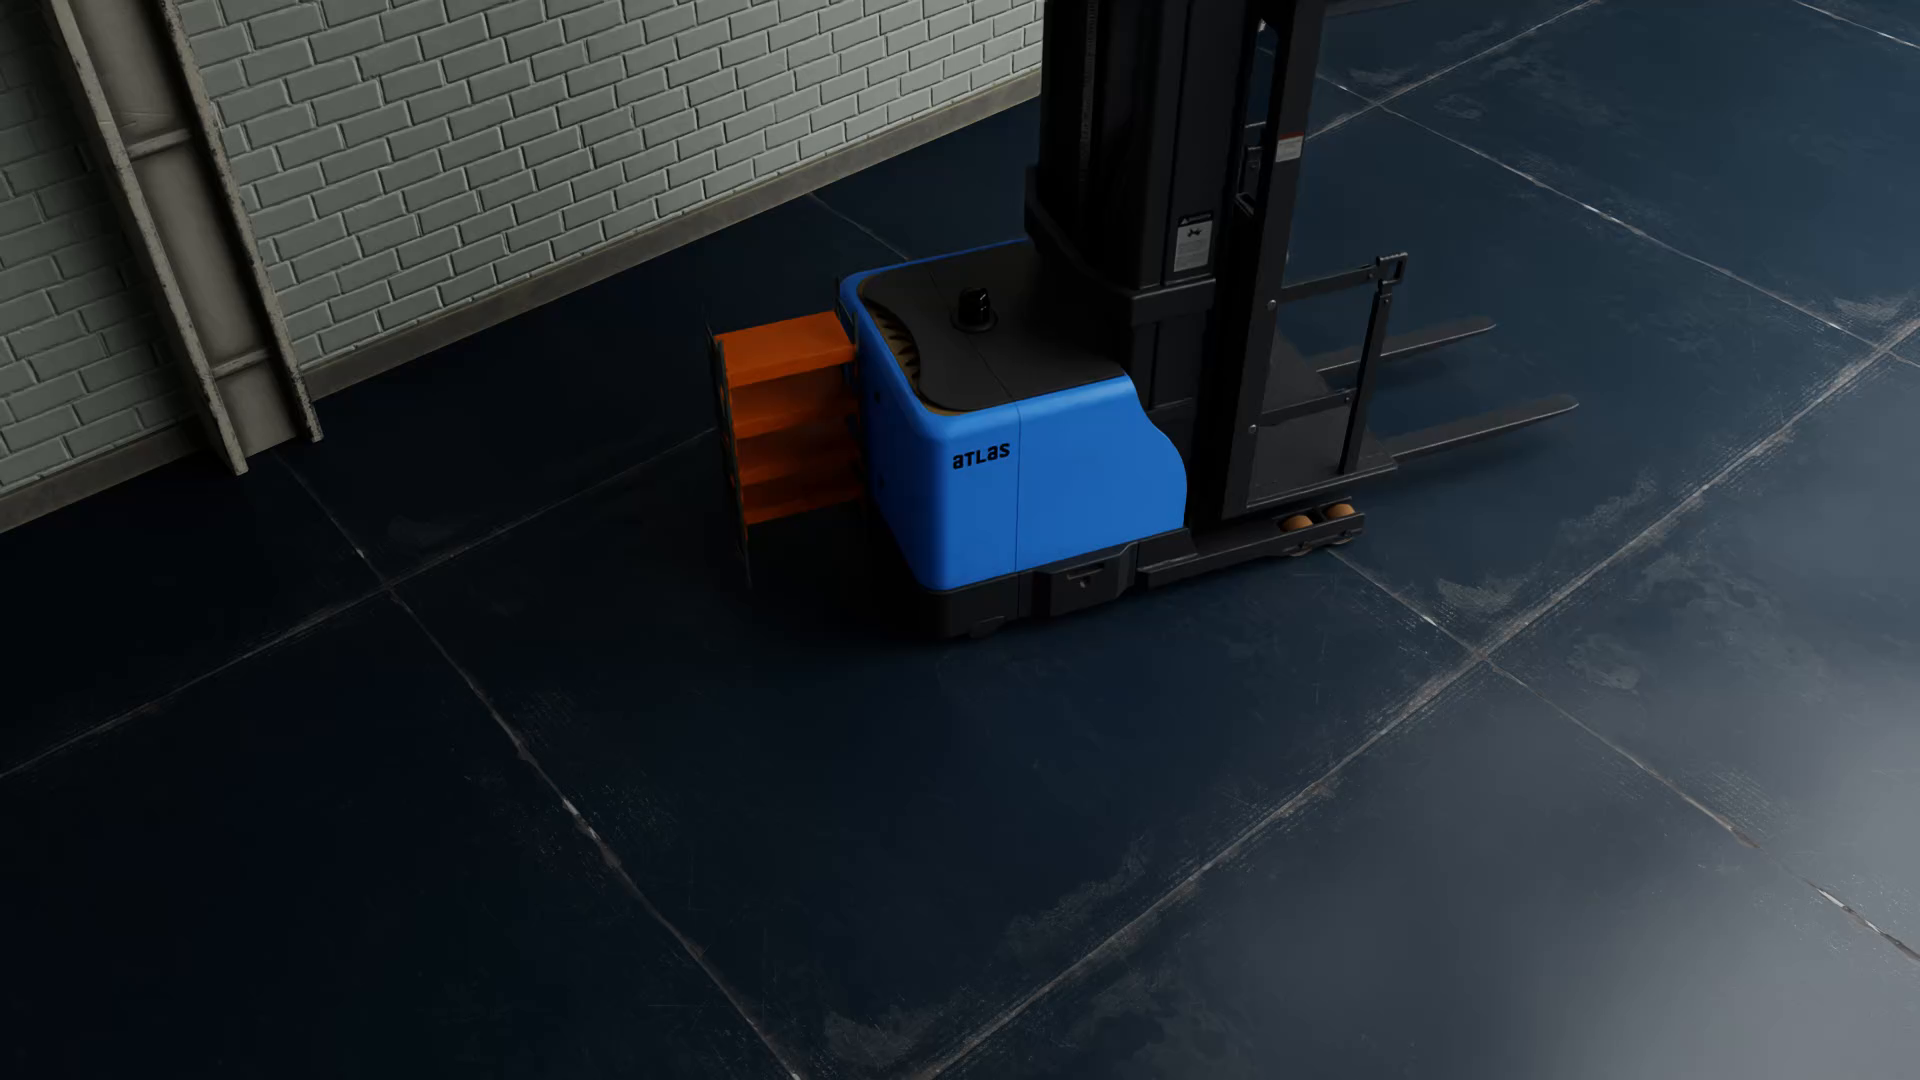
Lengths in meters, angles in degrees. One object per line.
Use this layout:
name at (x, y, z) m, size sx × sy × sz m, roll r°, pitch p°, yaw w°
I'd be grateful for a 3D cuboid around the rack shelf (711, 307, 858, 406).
rack shelf at (-0.638, -0.667, 6.009) m, size 0.480 × 0.148 × 0.258 m, roll -14°, pitch 45°, yaw -15°

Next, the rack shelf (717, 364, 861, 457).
rack shelf at (-0.638, -0.494, 6.171) m, size 0.480 × 0.148 × 0.258 m, roll -14°, pitch 45°, yaw -15°

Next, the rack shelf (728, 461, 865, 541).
rack shelf at (-0.638, -0.186, 6.460) m, size 0.480 × 0.148 × 0.258 m, roll -14°, pitch 45°, yaw -15°

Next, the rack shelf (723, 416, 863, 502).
rack shelf at (-0.638, -0.331, 6.324) m, size 0.480 × 0.148 × 0.258 m, roll -14°, pitch 45°, yaw -15°

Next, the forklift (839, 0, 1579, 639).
forklift at (1.092, -1.327, 6.022) m, size 3.031 × 2.935 × 1.130 m, roll -15°, pitch 45°, yaw -15°

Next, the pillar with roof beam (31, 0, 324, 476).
pillar with roof beam at (-0.249, -1.457, 1.728) m, size 0.400 × 9.000 × 9.100 m, roll -30°, pitch 51°, yaw -28°

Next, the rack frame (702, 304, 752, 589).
rack frame at (-0.866, -0.322, 6.216) m, size 0.015 × 1.200 × 0.240 m, roll -14°, pitch 45°, yaw -15°

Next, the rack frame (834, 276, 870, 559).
rack frame at (-0.409, -0.439, 6.340) m, size 0.015 × 1.200 × 0.240 m, roll -14°, pitch 45°, yaw -15°

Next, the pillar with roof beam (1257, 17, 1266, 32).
pillar with roof beam at (4.353, -4.093, 4.534) m, size 0.400 × 9.000 × 9.100 m, roll -30°, pitch 51°, yaw -28°

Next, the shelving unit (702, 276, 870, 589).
shelving unit at (-0.638, -0.380, 6.278) m, size 0.503 × 1.200 × 0.258 m, roll -14°, pitch 45°, yaw -15°
